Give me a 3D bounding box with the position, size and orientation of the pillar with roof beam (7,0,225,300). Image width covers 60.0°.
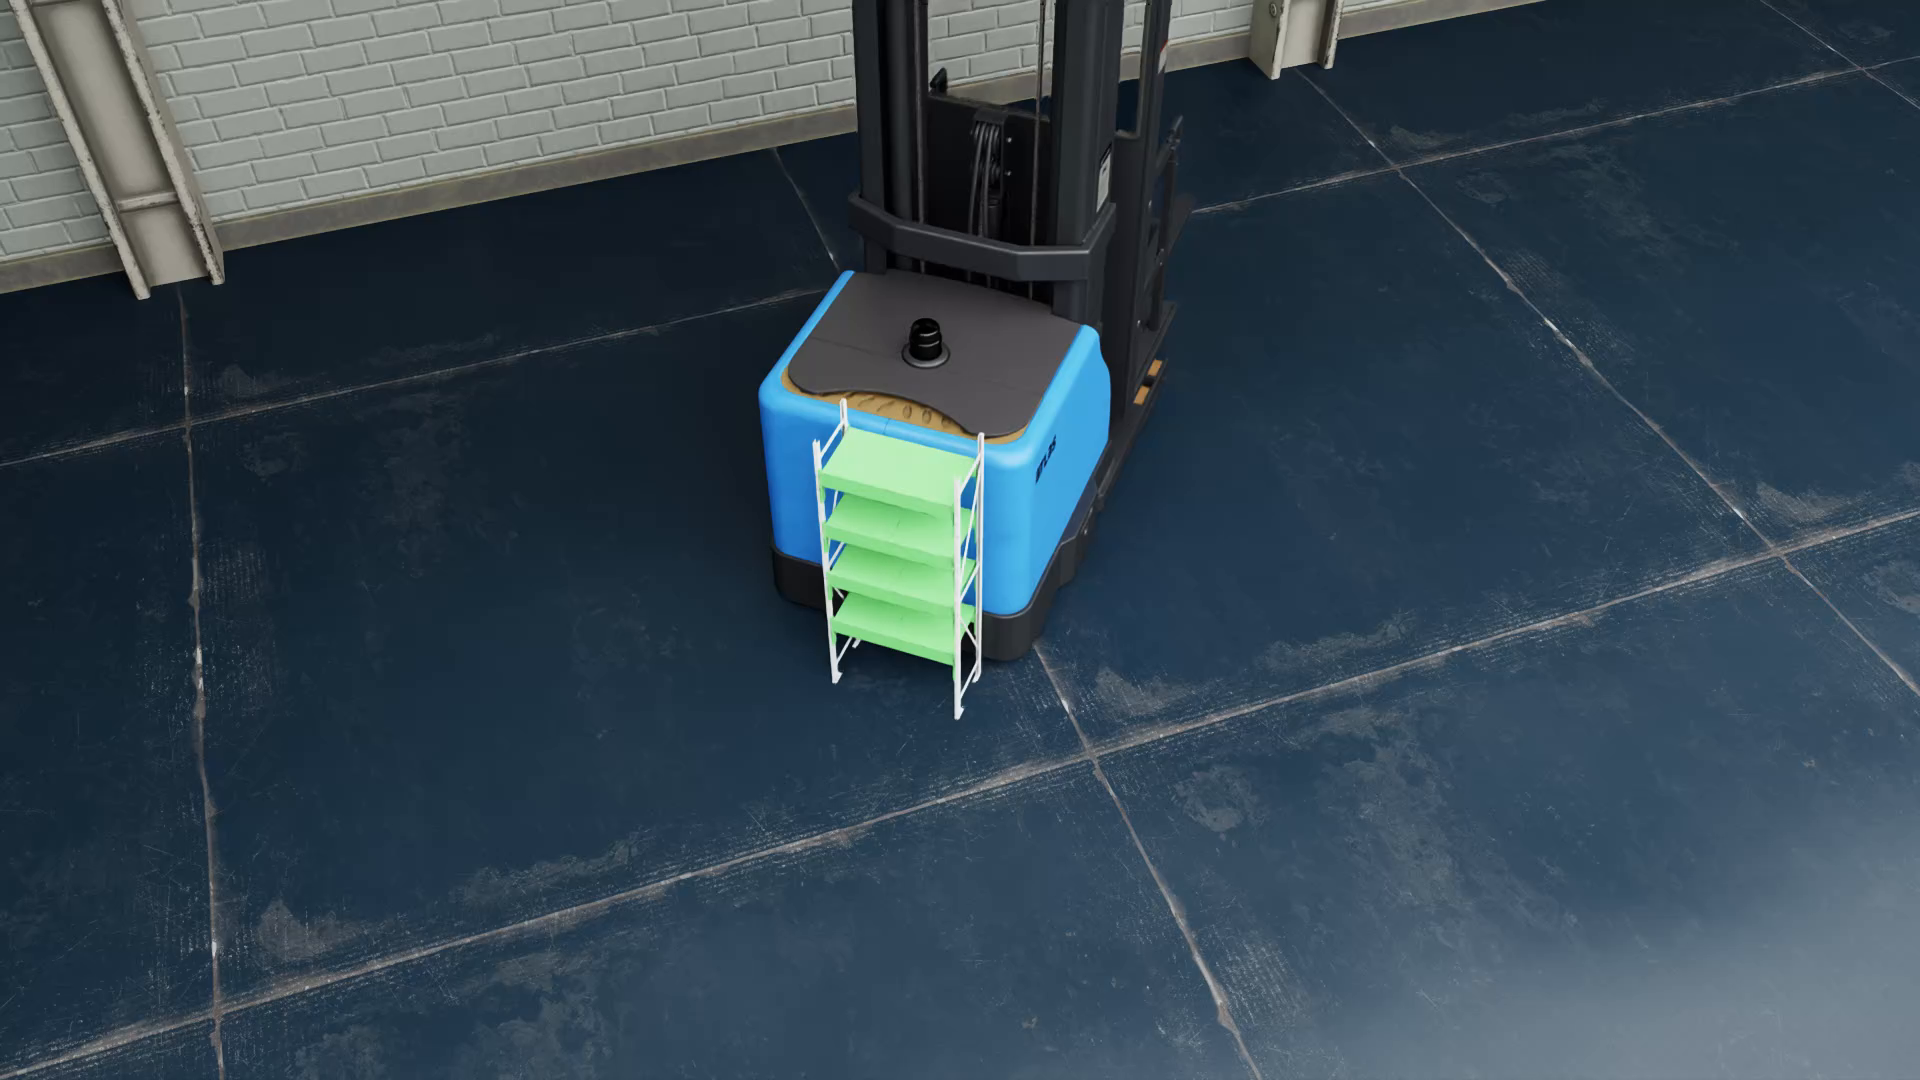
[{"bbox_3d":[-2.305,-1.597,1.989,0.400,9.000,9.100,-14,47,-14],"label":"pillar with roof beam"}]

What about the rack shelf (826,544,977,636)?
[{"bbox_3d":[-0.199,0.139,5.854,0.480,0.148,0.258,15,47,14],"label":"rack shelf"}]

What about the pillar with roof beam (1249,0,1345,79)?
[{"bbox_3d":[3.338,-3.040,3.427,0.400,9.000,9.100,-14,47,-14],"label":"pillar with roof beam"}]

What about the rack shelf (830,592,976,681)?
[{"bbox_3d":[-0.199,0.309,6.024,0.480,0.148,0.258,15,47,14],"label":"rack shelf"}]

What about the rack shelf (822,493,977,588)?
[{"bbox_3d":[-0.199,-0.030,5.684,0.480,0.148,0.258,15,47,14],"label":"rack shelf"}]

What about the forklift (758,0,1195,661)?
[{"bbox_3d":[0.282,-1.645,6.320,1.130,2.935,3.031,15,47,15],"label":"forklift"}]

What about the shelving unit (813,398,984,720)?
[{"bbox_3d":[-0.199,0.094,5.809,0.503,1.200,0.258,15,47,14],"label":"shelving unit"}]

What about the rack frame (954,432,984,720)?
[{"bbox_3d":[0.030,0.155,5.748,0.015,1.200,0.240,15,47,14],"label":"rack frame"}]

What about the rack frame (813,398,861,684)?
[{"bbox_3d":[-0.427,0.034,5.869,0.015,1.200,0.240,15,47,14],"label":"rack frame"}]

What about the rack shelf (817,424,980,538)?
[{"bbox_3d":[-0.199,-0.199,5.514,0.480,0.148,0.258,15,47,14],"label":"rack shelf"}]
